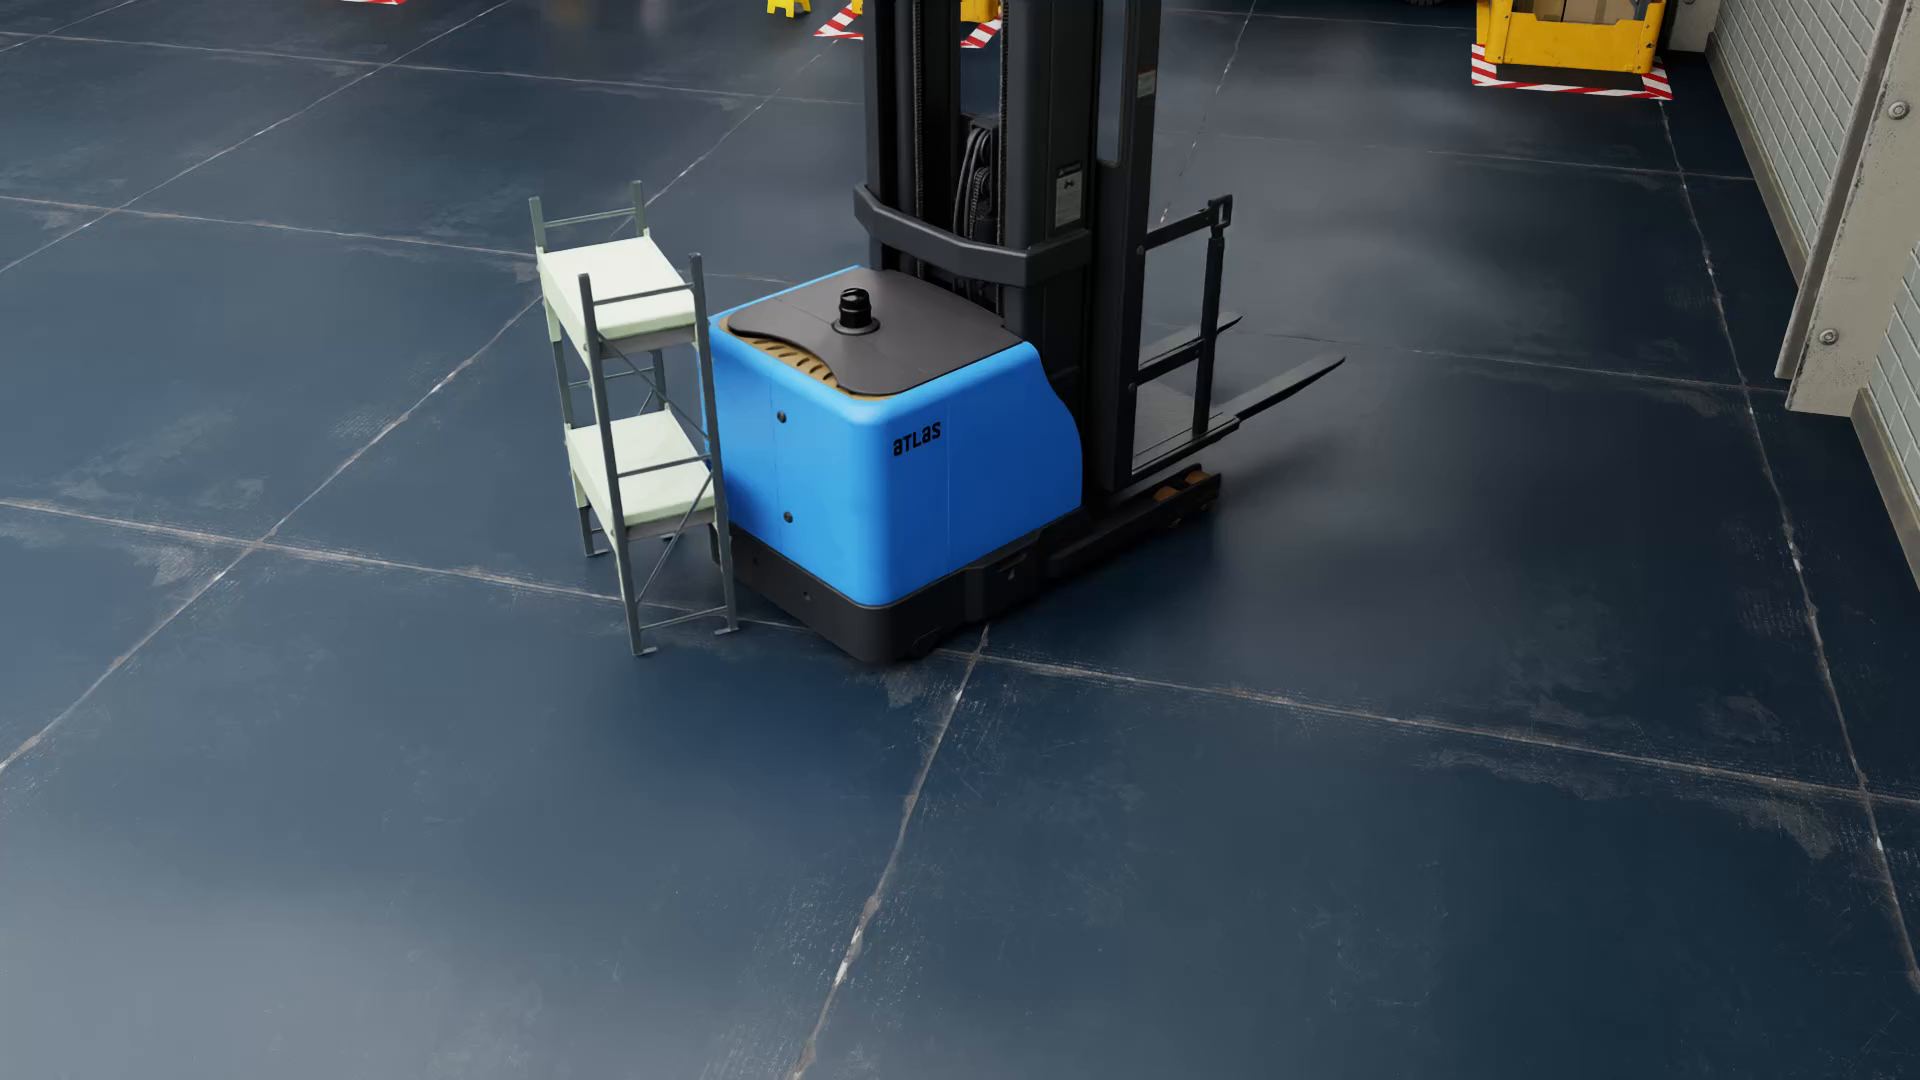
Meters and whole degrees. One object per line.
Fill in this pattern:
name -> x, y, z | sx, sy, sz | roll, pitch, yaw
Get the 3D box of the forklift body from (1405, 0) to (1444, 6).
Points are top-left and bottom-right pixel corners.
forklift body -> 3.217, -5.700, 13.711 | 2.313, 2.155, 1.214 | 8, 33, 12

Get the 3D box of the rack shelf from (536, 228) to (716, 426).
rack shelf -> -1.175, -0.760, 5.816 | 0.431, 0.370, 0.720 | -14, 35, -20

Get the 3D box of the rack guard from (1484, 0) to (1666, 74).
rack guard -> 4.494, -3.758, 12.196 | 1.175, 0.500, 0.348 | 8, 33, 12

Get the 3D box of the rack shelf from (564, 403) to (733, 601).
rack shelf -> -1.167, -0.158, 6.203 | 0.431, 0.370, 0.720 | -14, 35, -20

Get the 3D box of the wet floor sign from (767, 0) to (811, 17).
wet floor sign -> -1.385, -4.553, 13.310 | 0.267, 0.644, 0.232 | 20, 38, 29

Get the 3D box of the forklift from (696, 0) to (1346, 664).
forklift -> 0.447, -1.471, 6.332 | 3.031, 2.935, 1.130 | -27, 41, -35

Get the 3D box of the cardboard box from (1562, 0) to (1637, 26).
cardboard box -> 4.814, -4.071, 12.529 | 0.500, 0.250, 0.500 | 8, 33, 13

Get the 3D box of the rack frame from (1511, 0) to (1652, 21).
rack frame -> 4.500, -4.826, 11.545 | 1.000, 3.000, 0.127 | 8, 33, 12

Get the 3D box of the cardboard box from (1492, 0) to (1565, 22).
cardboard box -> 4.314, -4.129, 12.621 | 0.500, 0.250, 0.500 | 8, 33, 13

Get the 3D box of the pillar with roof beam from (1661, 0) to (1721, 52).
pillar with roof beam -> 1.385, -8.182, 11.233 | 9.100, 9.000, 0.400 | 8, 33, 12

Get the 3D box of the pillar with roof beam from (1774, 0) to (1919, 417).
pillar with roof beam -> -0.138, -5.068, 6.335 | 9.100, 9.000, 0.400 | 8, 33, 12

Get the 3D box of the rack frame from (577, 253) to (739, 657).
rack frame -> -1.021, -0.253, 5.745 | 0.400, 1.500, 0.023 | -14, 35, -20

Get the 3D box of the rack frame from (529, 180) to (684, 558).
rack frame -> -1.321, -0.611, 6.308 | 0.400, 1.500, 0.023 | -14, 35, -20

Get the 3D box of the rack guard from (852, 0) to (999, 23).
rack guard -> -0.283, -4.484, 13.337 | 1.175, 0.500, 0.348 | 8, 33, 12

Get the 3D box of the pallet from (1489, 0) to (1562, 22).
pallet -> 4.654, -4.051, 12.926 | 1.003, 0.211, 1.213 | 8, 33, 12

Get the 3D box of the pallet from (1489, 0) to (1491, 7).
pallet -> 4.966, -4.683, 13.919 | 1.003, 0.211, 1.213 | 8, 33, 12

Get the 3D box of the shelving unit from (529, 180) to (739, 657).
shelving unit -> -1.171, -0.432, 6.027 | 0.431, 1.500, 0.755 | -14, 35, -20

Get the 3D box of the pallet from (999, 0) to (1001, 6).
pallet -> -0.042, -4.779, 14.071 | 1.003, 0.211, 1.213 | 8, 33, 12
